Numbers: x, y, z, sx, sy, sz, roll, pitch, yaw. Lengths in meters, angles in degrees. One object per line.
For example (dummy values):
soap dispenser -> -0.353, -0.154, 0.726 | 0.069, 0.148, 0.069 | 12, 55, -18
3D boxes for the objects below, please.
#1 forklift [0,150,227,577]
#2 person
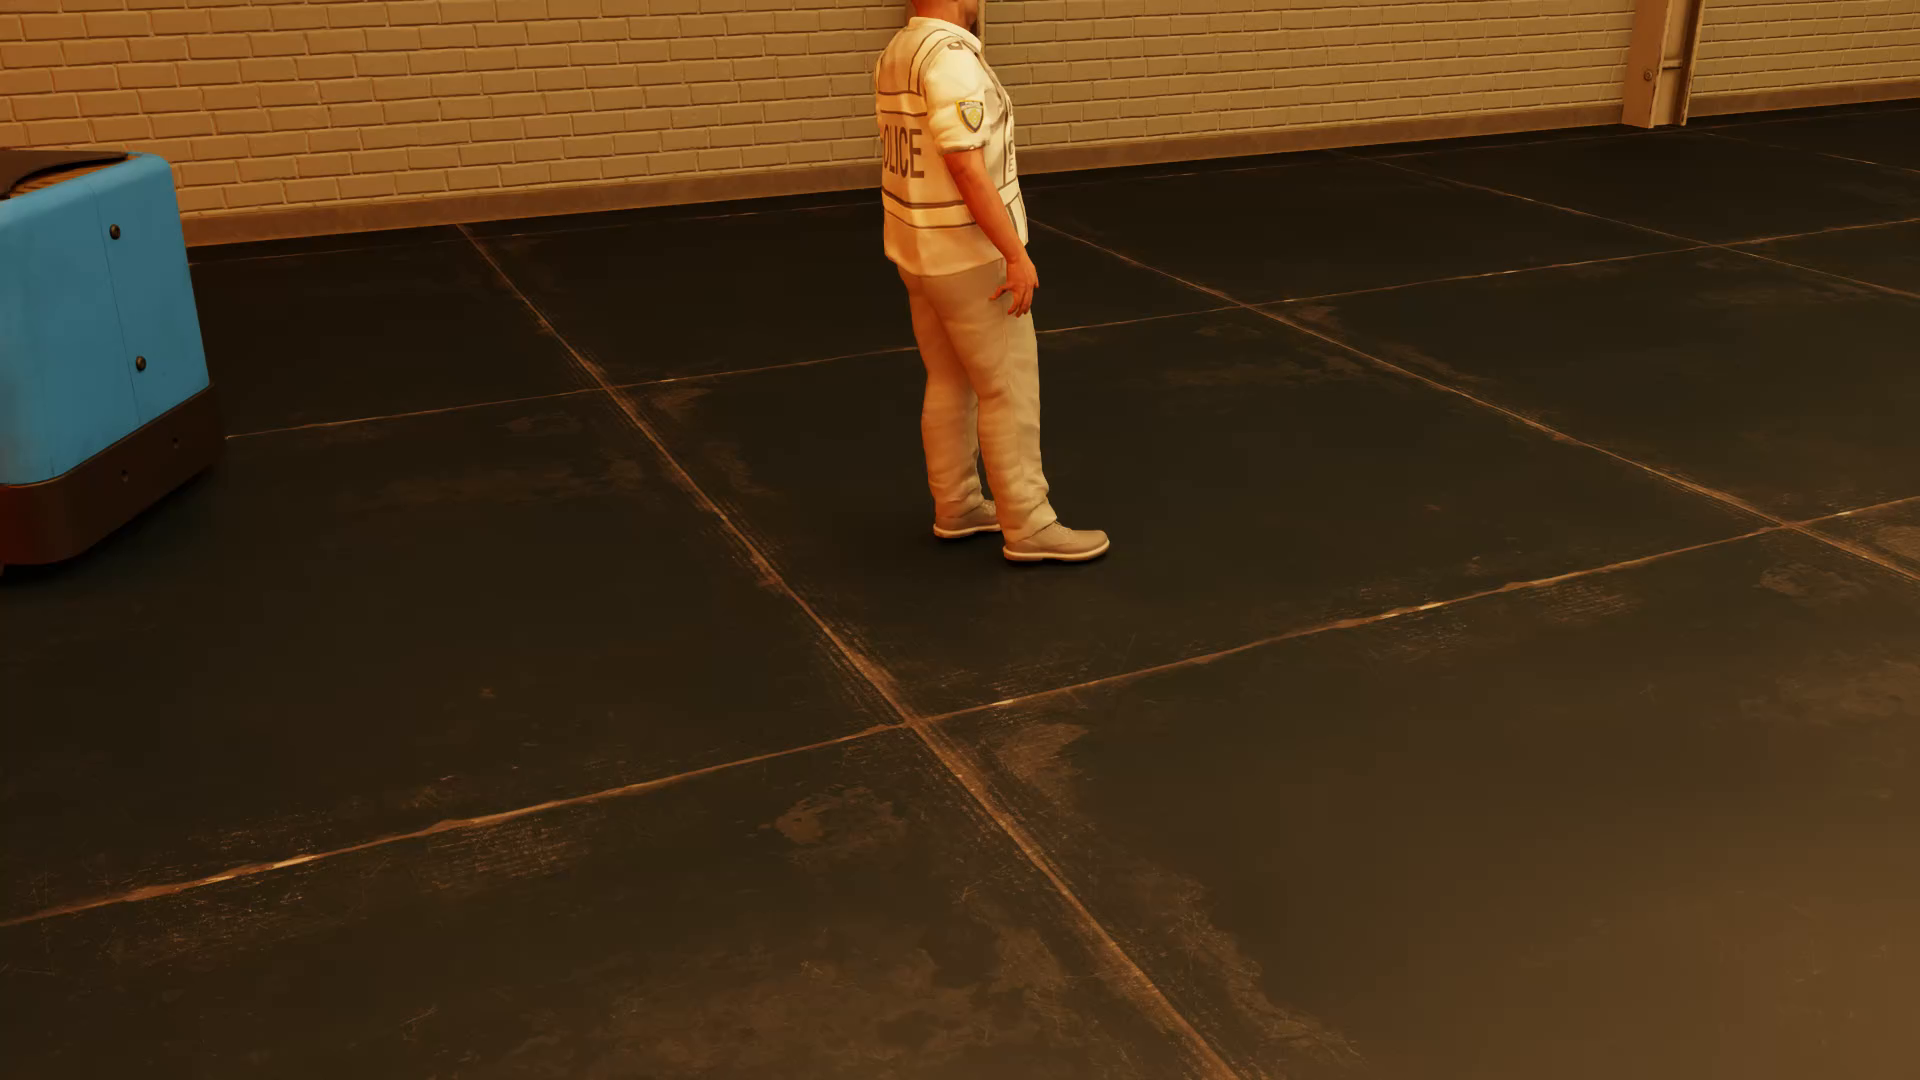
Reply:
forklift -> -4.025, -1.457, 4.793 | 3.031, 2.935, 1.130 | 2, 23, 4
person -> 0.076, -0.839, 4.783 | 0.574, 1.780, 0.641 | -10, 25, -23
